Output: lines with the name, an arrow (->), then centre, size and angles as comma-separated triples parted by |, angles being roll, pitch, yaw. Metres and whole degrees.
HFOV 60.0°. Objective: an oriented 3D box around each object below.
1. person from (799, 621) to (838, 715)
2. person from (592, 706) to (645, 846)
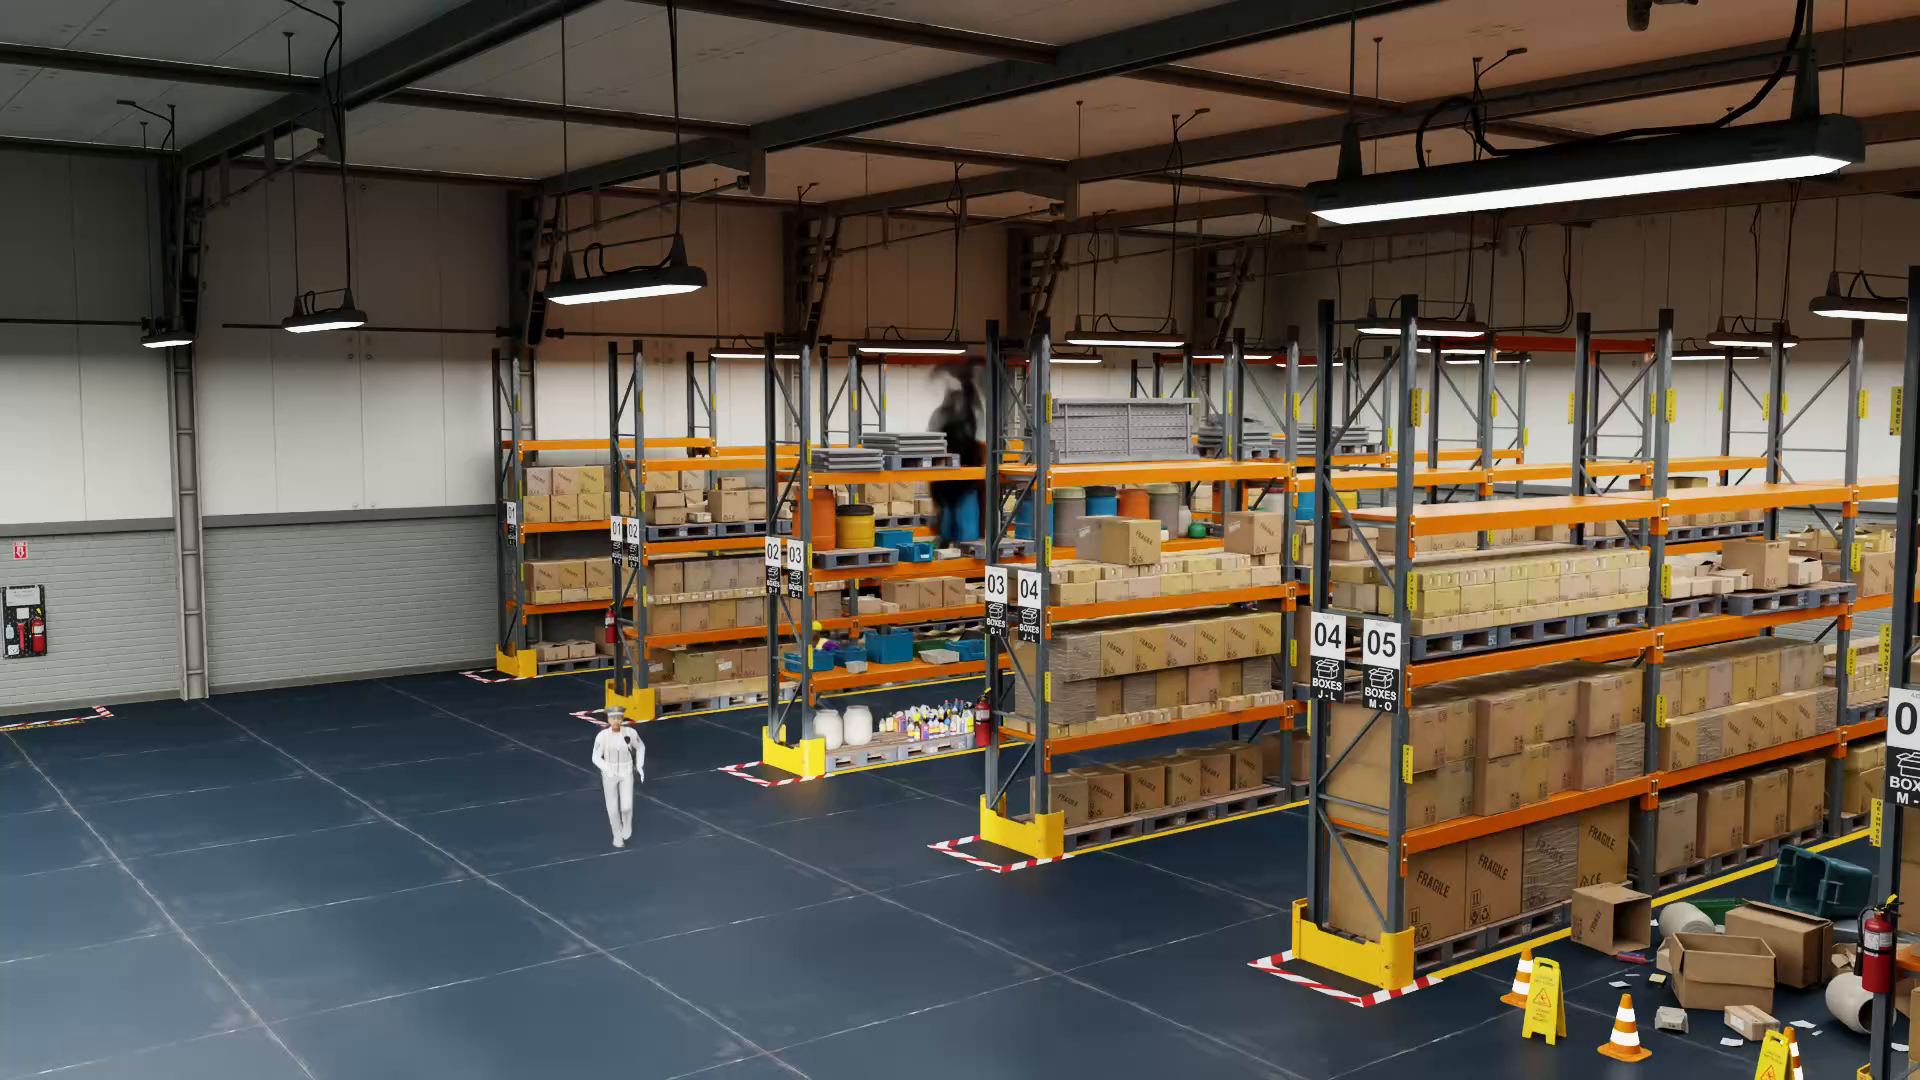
person -> -2.184, 2.084, 25.167 | 0.682, 1.716, 0.699 | 4, 6, 38
person -> -3.869, 2.683, 18.881 | 0.592, 1.646, 0.633 | -1, 5, -12
